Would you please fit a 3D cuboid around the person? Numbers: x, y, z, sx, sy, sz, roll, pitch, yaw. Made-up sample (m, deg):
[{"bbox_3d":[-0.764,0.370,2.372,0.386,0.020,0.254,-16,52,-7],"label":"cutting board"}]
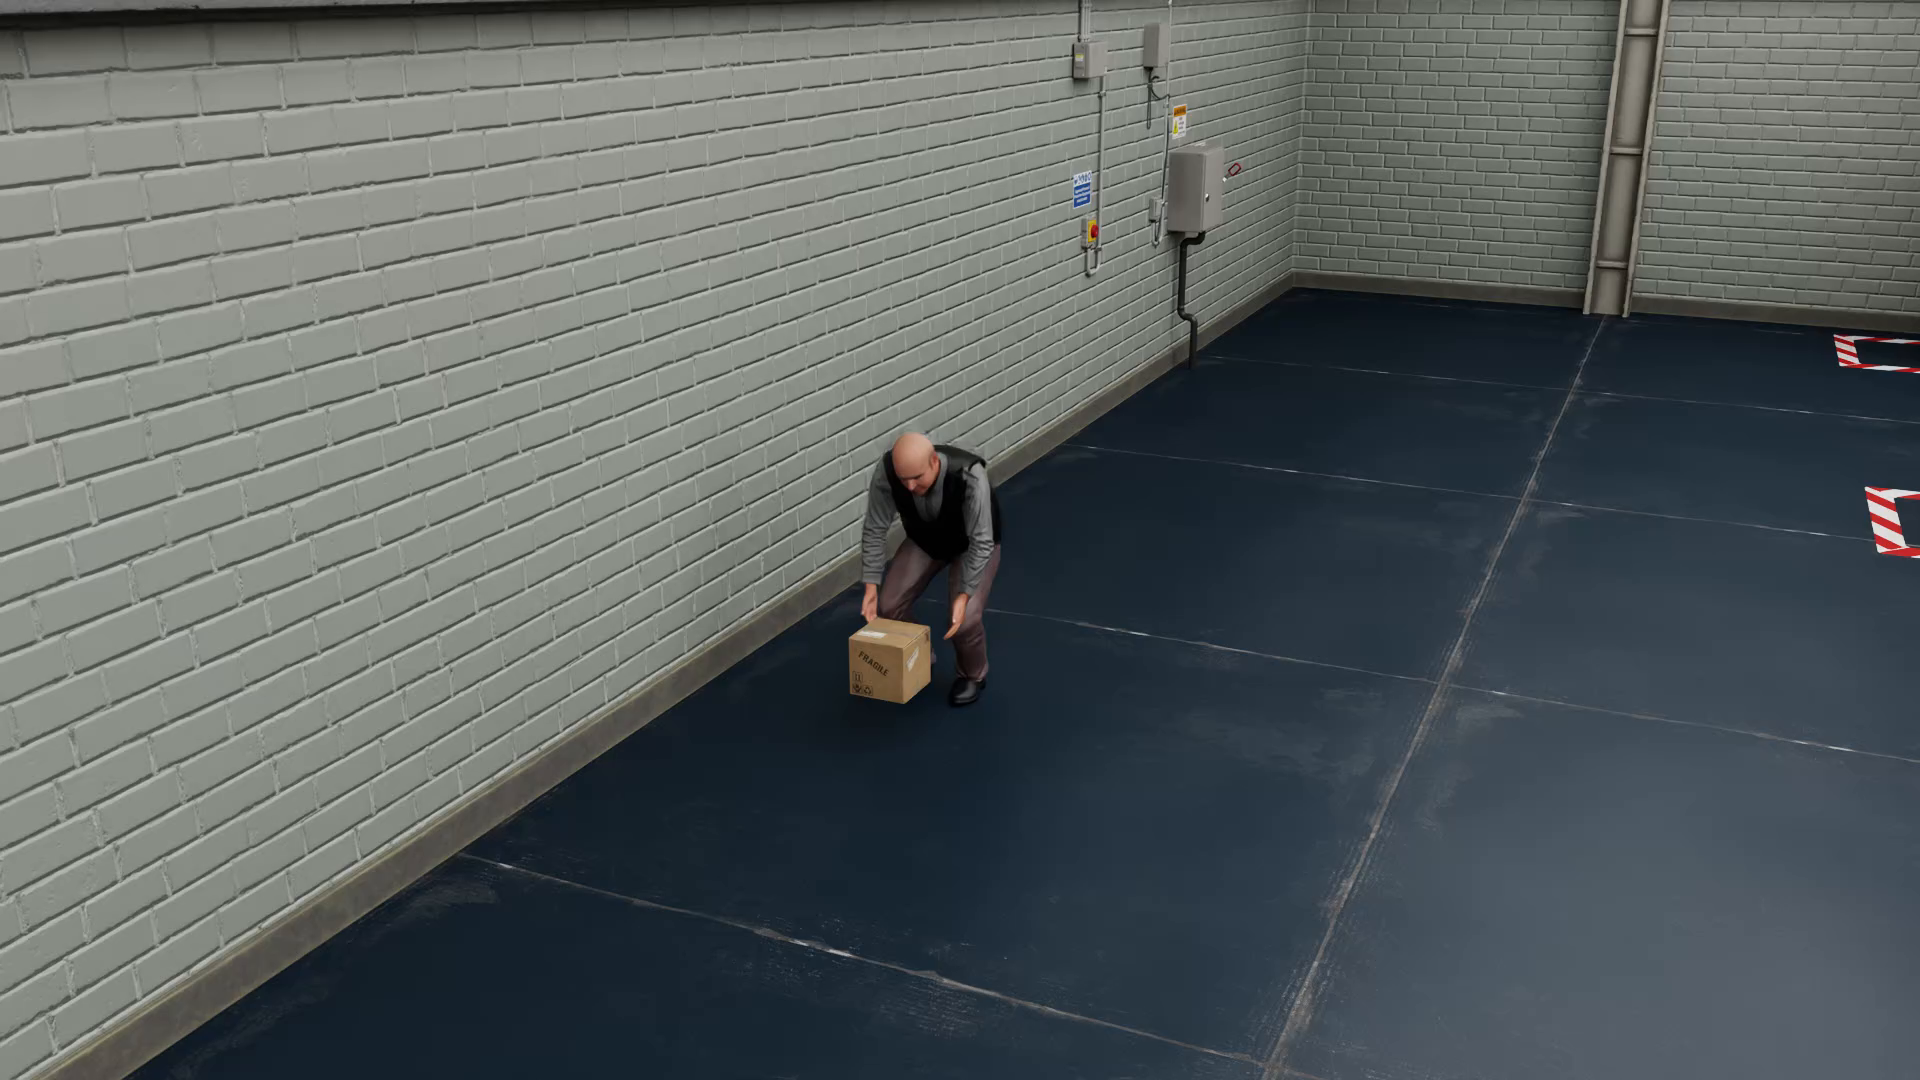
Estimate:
[{"bbox_3d":[-0.078,0.087,7.067,0.586,1.261,0.779,8,21,23],"label":"person"}]
